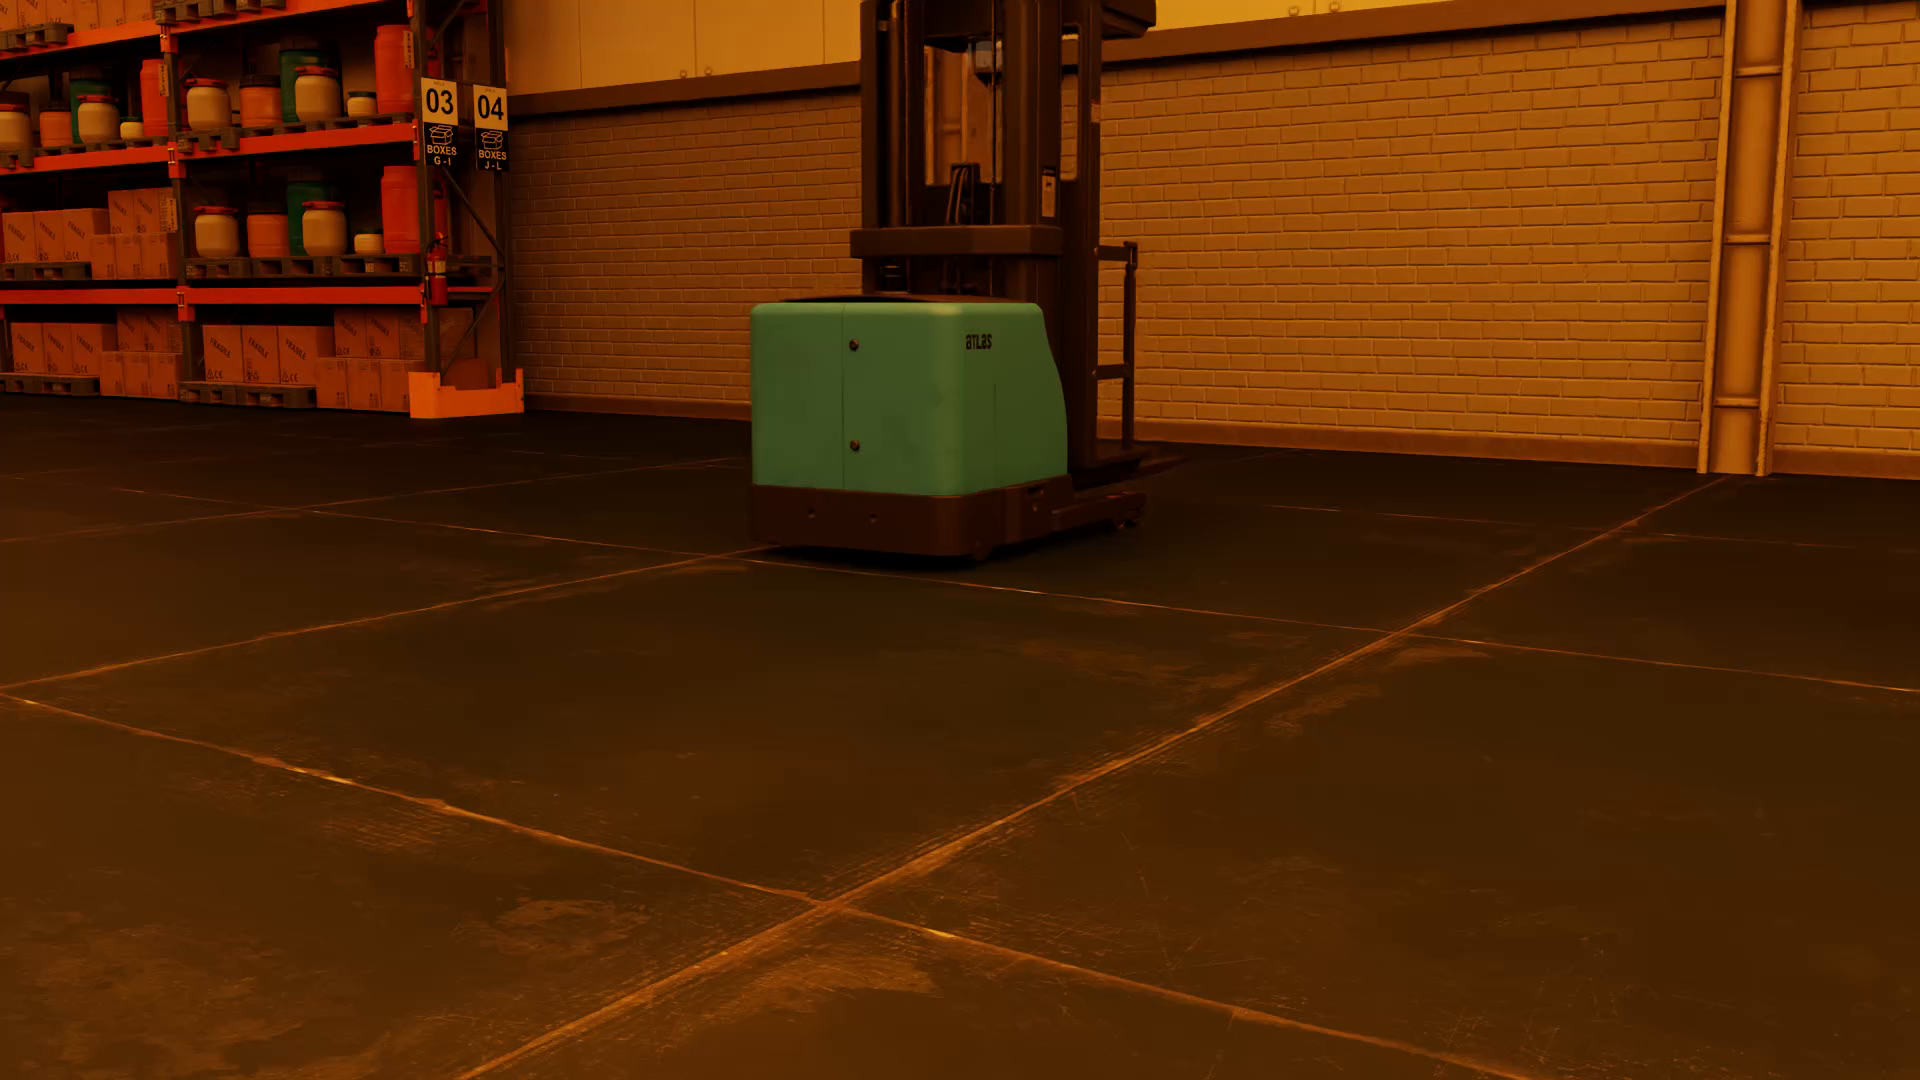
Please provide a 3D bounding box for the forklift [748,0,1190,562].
[{"bbox_3d":[0.256,-1.530,7.953,1.130,2.935,3.031,4,9,29],"label":"forklift"}]
